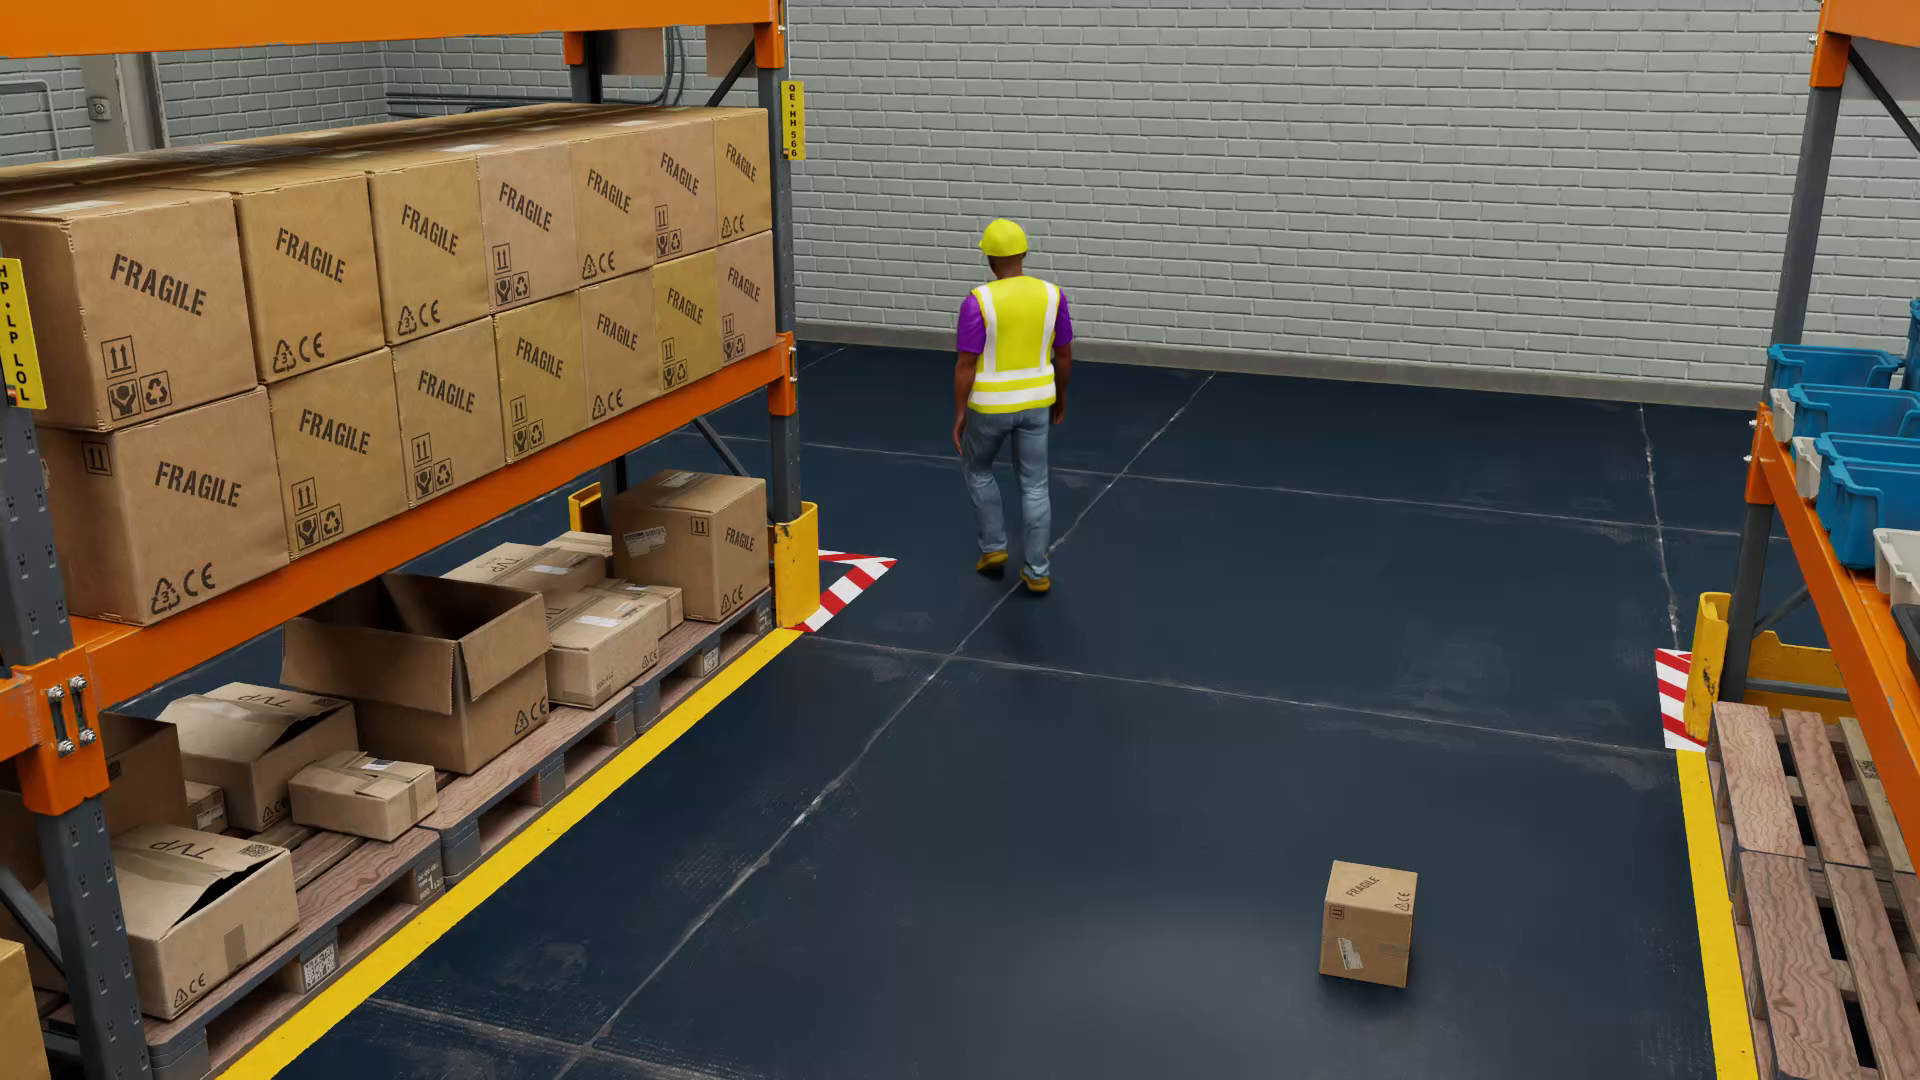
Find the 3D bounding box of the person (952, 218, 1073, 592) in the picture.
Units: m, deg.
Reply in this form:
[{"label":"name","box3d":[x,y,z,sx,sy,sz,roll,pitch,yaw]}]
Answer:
[{"label":"person","box3d":[0.232,-0.618,7.917,0.637,1.817,0.621,-5,19,-15]}]
